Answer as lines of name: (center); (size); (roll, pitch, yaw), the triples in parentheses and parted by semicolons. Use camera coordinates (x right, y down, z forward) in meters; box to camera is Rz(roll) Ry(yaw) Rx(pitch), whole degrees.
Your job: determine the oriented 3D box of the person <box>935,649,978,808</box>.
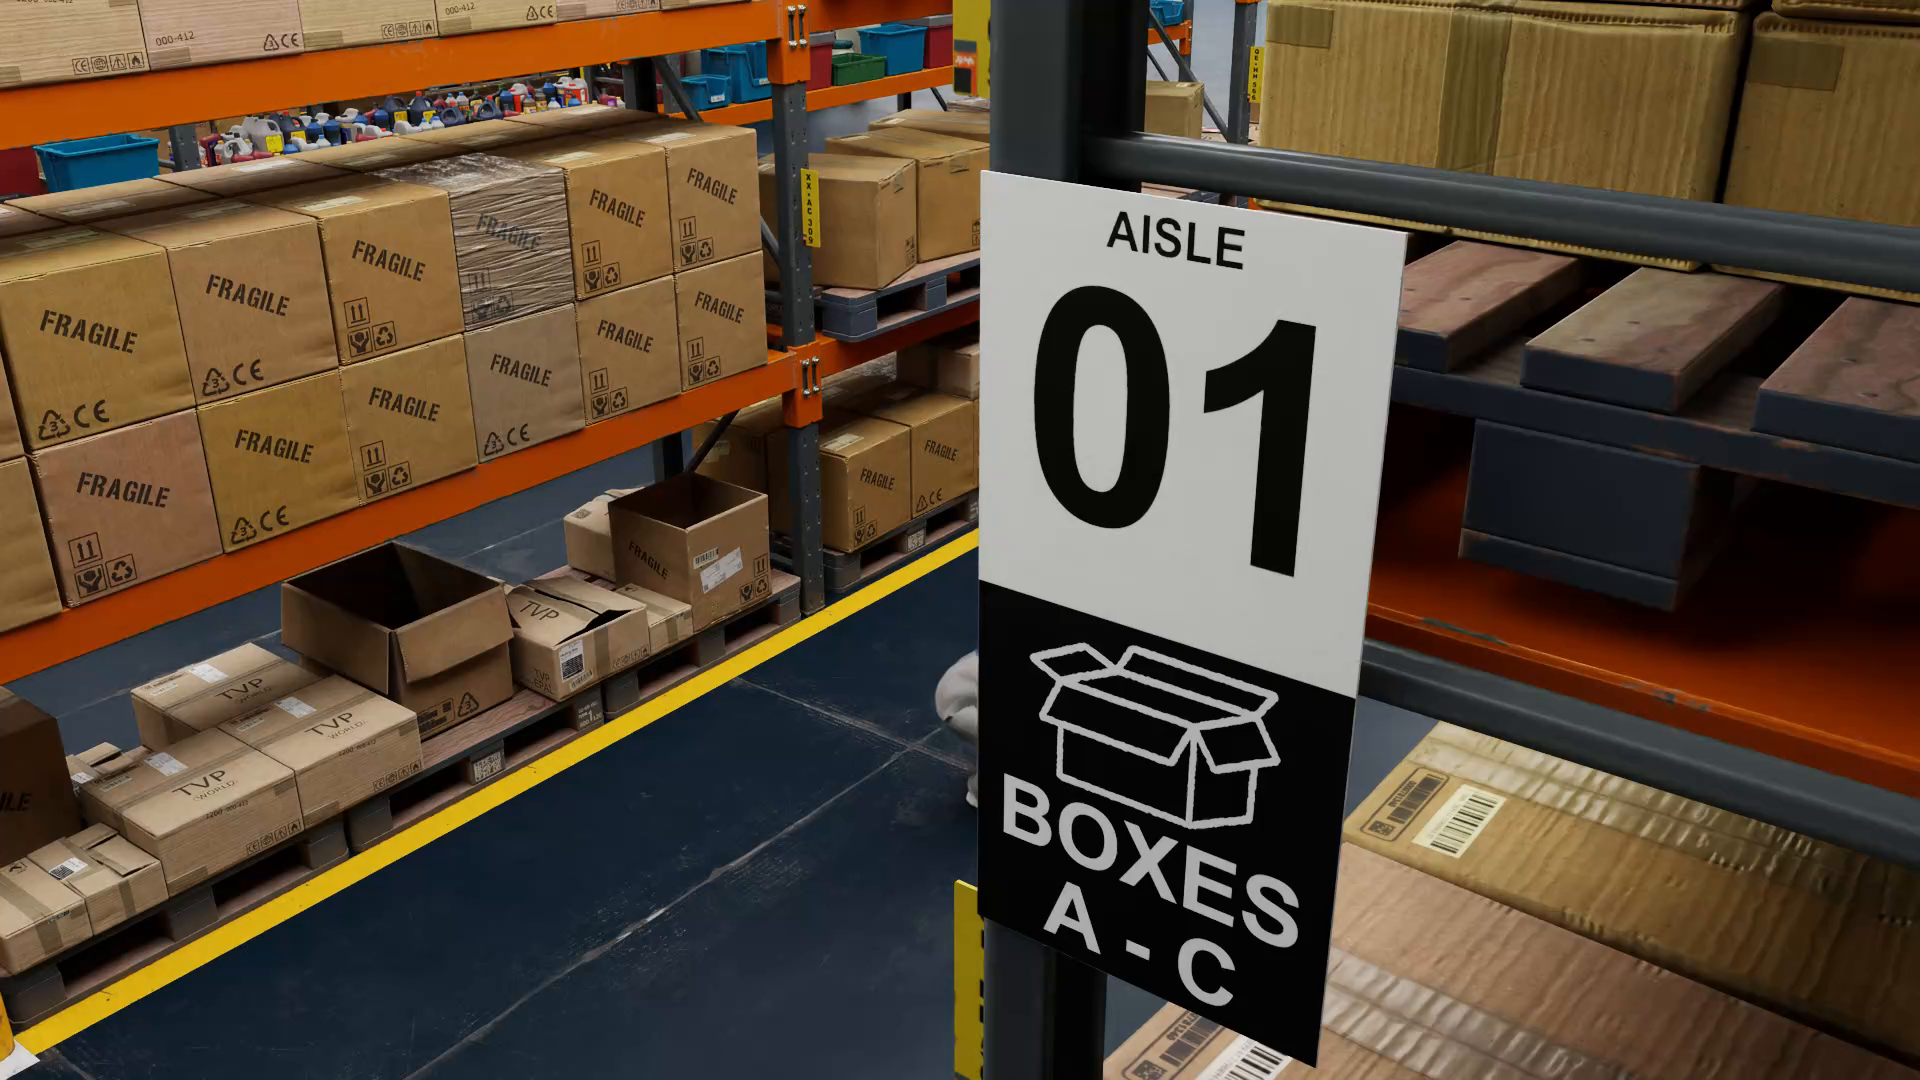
person: (0.306, 0.712, 6.206); (0.842, 0.808, 0.460); (16, 28, 33)
